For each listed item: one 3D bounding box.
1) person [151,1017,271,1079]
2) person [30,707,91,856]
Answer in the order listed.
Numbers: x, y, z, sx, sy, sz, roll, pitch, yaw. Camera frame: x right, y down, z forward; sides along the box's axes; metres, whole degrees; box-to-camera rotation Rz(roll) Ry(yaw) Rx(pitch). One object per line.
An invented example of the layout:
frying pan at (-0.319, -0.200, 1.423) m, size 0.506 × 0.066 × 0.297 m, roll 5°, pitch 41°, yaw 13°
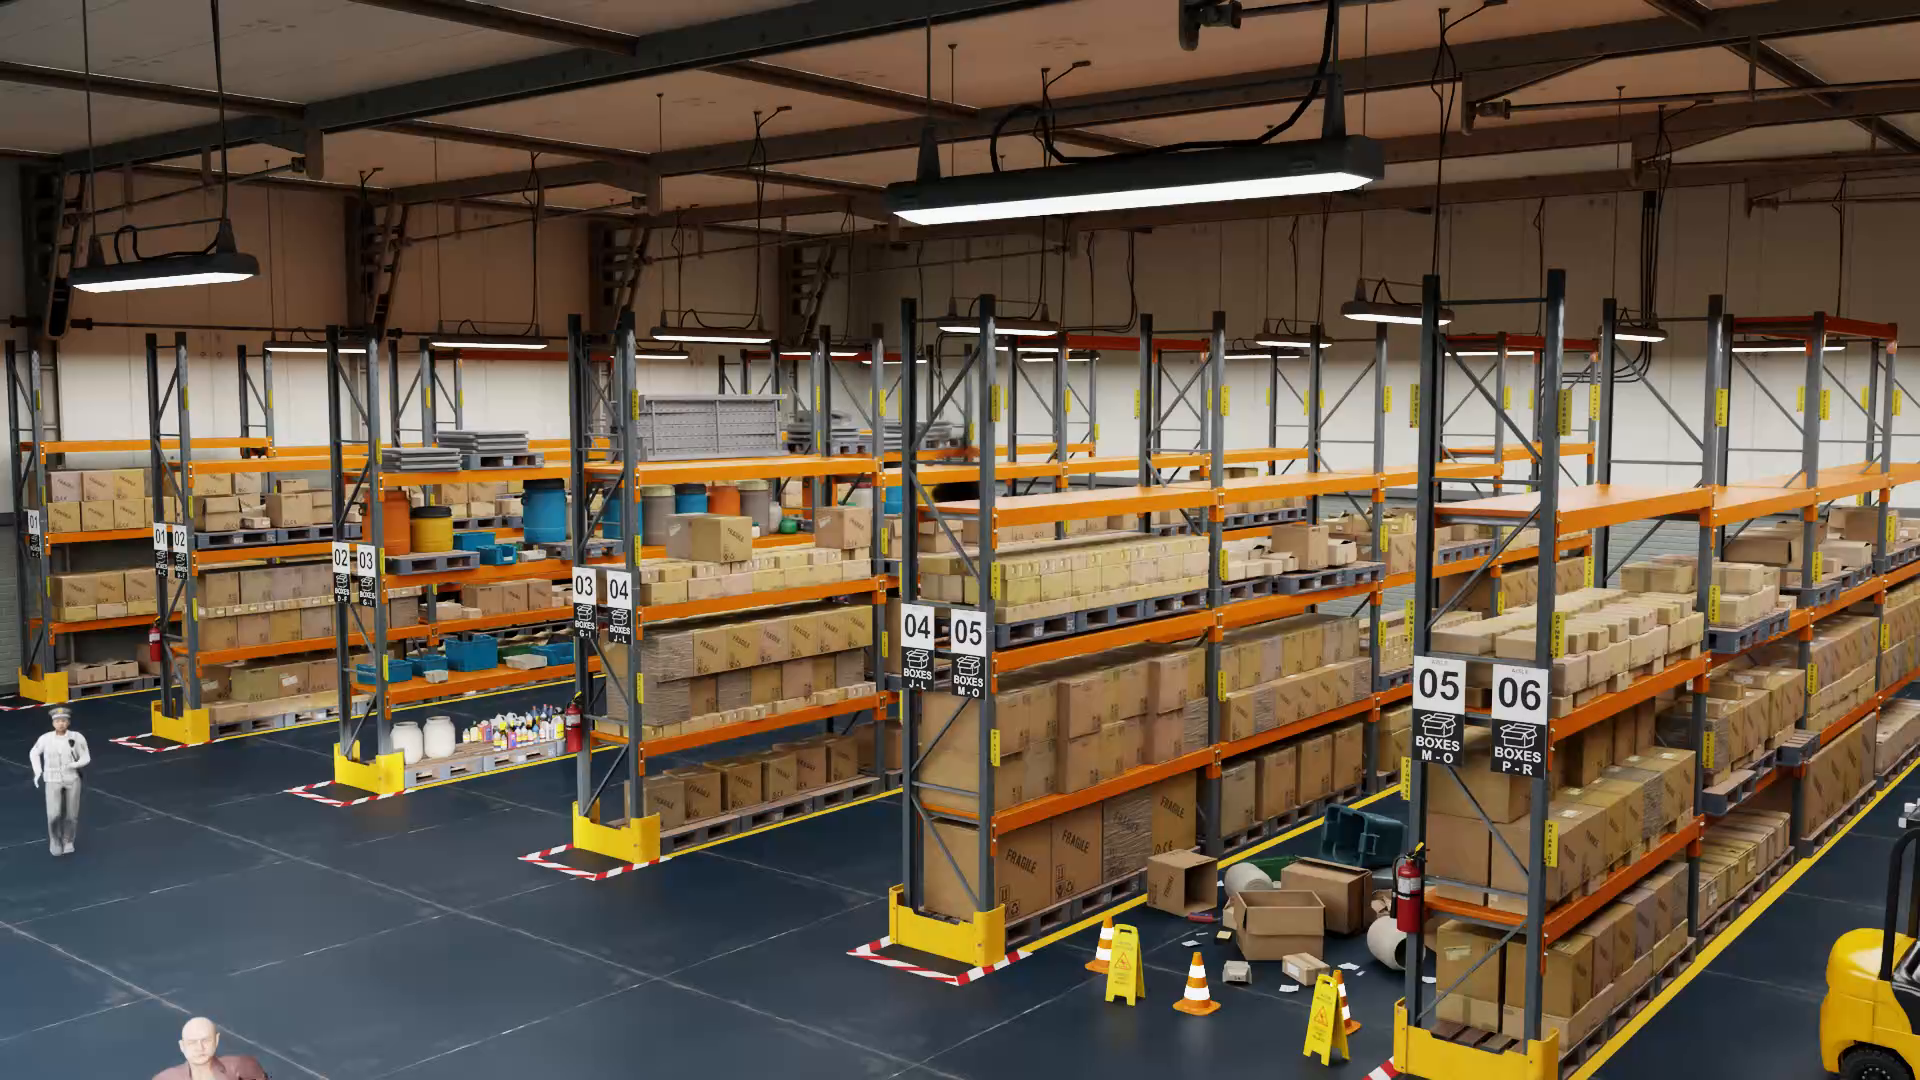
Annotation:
person at (-4.060, 3.486, 8.987) m, size 0.688 × 1.797 × 0.705 m, roll -2°, pitch 6°, yaw -23°
person at (-9.911, 2.670, 18.345) m, size 0.587 × 1.660 × 0.624 m, roll -3°, pitch 6°, yaw -29°
